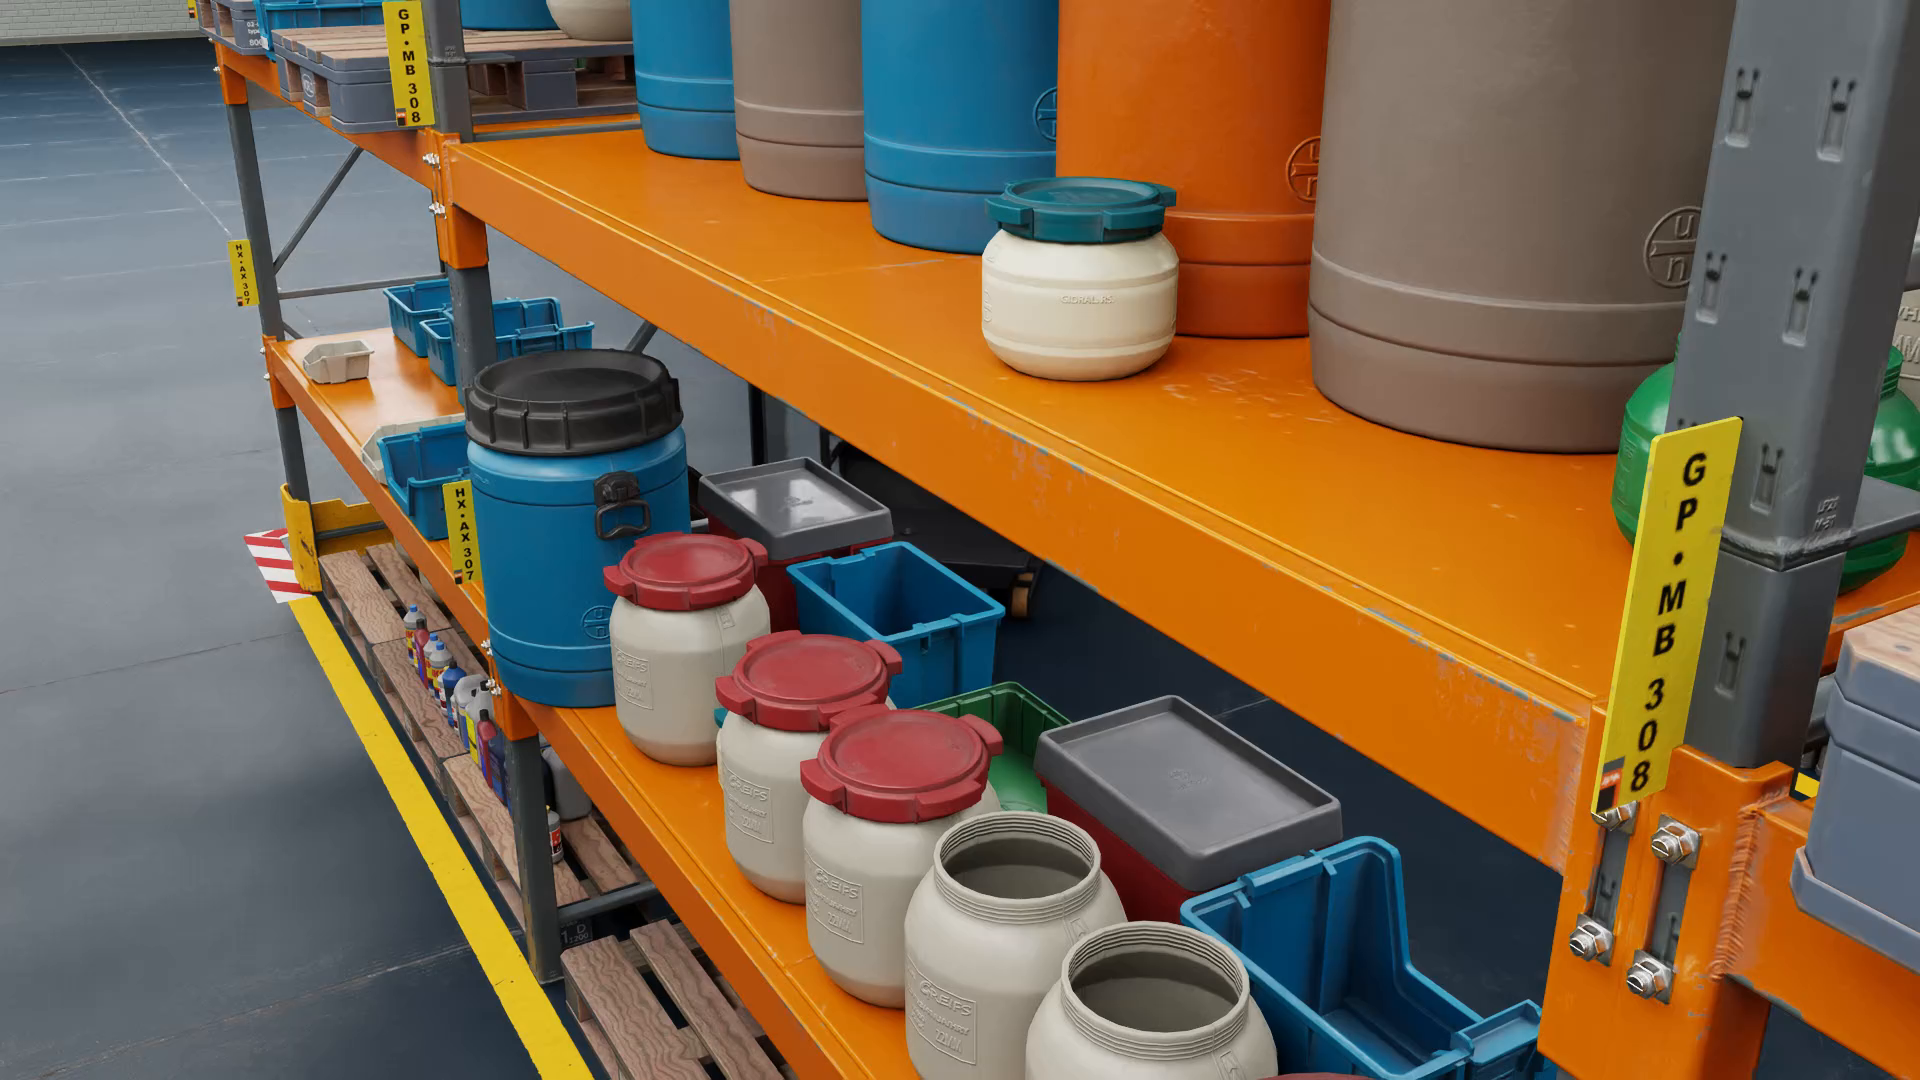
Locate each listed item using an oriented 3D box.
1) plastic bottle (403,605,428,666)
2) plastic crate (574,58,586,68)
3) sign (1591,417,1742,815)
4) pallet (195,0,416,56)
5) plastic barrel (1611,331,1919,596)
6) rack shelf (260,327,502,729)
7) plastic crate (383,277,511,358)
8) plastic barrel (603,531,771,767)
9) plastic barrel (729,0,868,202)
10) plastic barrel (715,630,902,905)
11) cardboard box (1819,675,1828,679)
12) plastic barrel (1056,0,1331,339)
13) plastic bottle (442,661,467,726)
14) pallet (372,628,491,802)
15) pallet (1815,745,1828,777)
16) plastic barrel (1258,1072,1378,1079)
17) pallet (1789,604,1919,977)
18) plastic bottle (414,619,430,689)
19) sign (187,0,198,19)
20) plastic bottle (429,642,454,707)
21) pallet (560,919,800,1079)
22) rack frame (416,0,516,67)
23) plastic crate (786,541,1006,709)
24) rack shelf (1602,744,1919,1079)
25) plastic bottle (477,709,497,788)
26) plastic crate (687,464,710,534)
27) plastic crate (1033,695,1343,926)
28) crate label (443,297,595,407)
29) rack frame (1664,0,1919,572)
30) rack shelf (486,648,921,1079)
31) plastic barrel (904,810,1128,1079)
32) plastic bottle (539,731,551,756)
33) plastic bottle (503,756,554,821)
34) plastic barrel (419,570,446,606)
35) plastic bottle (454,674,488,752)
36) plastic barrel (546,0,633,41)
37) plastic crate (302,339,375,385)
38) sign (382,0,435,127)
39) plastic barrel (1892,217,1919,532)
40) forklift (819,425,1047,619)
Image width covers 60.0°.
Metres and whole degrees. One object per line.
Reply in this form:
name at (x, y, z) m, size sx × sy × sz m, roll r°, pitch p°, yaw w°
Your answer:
plastic bottle at (-2.398, 0.415, 7.345) m, size 0.097 × 0.271 × 0.097 m, roll 0°, pitch 22°, yaw 0°
plastic crate at (-1.585, -1.851, 6.181) m, size 0.336 × 0.188 × 0.450 m, roll -13°, pitch 25°, yaw -28°
sign at (0.561, 0.065, 1.323) m, size 0.100 × 0.325 × 0.005 m, roll -13°, pitch 25°, yaw -28°
pallet at (-2.718, -2.307, 7.271) m, size 1.003 × 0.211 × 1.213 m, roll -13°, pitch 25°, yaw -28°
plastic barrel at (0.860, -0.090, 1.771) m, size 0.294 × 0.245 × 0.294 m, roll 0°, pitch 22°, yaw 0°
rack shelf at (-2.035, -0.311, 7.048) m, size 1.077 × 0.370 × 4.000 m, roll -13°, pitch 25°, yaw -28°
plastic crate at (-2.544, -1.118, 8.277) m, size 0.499 × 0.251 × 0.616 m, roll -13°, pitch 25°, yaw -28°
plastic barrel at (-0.713, 0.292, 4.429) m, size 0.433 × 0.535 × 0.433 m, roll 0°, pitch 22°, yaw 0°
plastic barrel at (-0.233, -1.284, 3.838) m, size 0.600 × 0.901 × 0.600 m, roll 0°, pitch 22°, yaw 0°
plastic barrel at (-0.338, 0.530, 3.844) m, size 0.433 × 0.535 × 0.433 m, roll 0°, pitch 22°, yaw 0°
cardboard box at (3.767, 0.642, 6.842) m, size 0.500 × 0.250 × 0.500 m, roll -13°, pitch 26°, yaw -30°
plastic barrel at (0.463, -0.810, 2.766) m, size 0.600 × 0.830 × 0.708 m, roll -13°, pitch 25°, yaw -28°
plastic bottle at (-2.069, 0.624, 6.831) m, size 0.097 × 0.271 × 0.097 m, roll 0°, pitch 22°, yaw 0°
pallet at (-1.948, 0.674, 7.372) m, size 1.003 × 0.211 × 1.213 m, roll -13°, pitch 25°, yaw -28°
pallet at (4.284, 0.970, 6.645) m, size 1.003 × 0.211 × 1.213 m, roll -13°, pitch 25°, yaw -28°
plastic barrel at (0.532, 1.143, 2.335) m, size 0.600 × 0.536 × 0.708 m, roll -13°, pitch 25°, yaw -28°
pallet at (1.337, 0.262, 0.950) m, size 1.003 × 0.211 × 1.213 m, roll -13°, pitch 25°, yaw -28°
plastic bottle at (-2.298, 0.487, 7.154) m, size 0.061 × 0.283 × 0.133 m, roll -12°, pitch 25°, yaw -27°
sign at (-3.532, -2.581, 7.682) m, size 0.100 × 0.325 × 0.005 m, roll -13°, pitch 25°, yaw -28°
plastic bottle at (-2.172, 0.559, 6.993) m, size 0.097 × 0.271 × 0.097 m, roll 0°, pitch 22°, yaw 0°
pallet at (-0.579, 1.542, 5.238) m, size 1.003 × 0.211 × 1.213 m, roll -13°, pitch 25°, yaw -28°
rack frame at (-1.013, -2.776, 4.190) m, size 1.000 × 3.000 × 0.127 m, roll -13°, pitch 25°, yaw -28°
plastic crate at (-0.182, 0.308, 4.592) m, size 0.392 × 0.384 × 0.575 m, roll -13°, pitch 25°, yaw -28°
rack shelf at (2.052, 0.889, 0.112) m, size 1.077 × 0.370 × 4.000 m, roll -13°, pitch 25°, yaw -28°
plastic bottle at (-1.807, 0.798, 6.388) m, size 0.061 × 0.283 × 0.133 m, roll -11°, pitch 24°, yaw -25°
plastic crate at (-1.171, -0.162, 5.809) m, size 0.767 × 0.338 × 0.504 m, roll -13°, pitch 25°, yaw -28°
plastic crate at (0.468, 0.686, 3.554) m, size 0.402 × 0.464 × 0.583 m, roll -13°, pitch 25°, yaw -28°
crate label at (-1.884, -0.764, 7.161) m, size 0.502 × 0.435 × 0.616 m, roll -13°, pitch 25°, yaw -28°
rack frame at (1.030, -1.481, 1.005) m, size 1.000 × 3.000 × 0.127 m, roll -13°, pitch 25°, yaw -28°
rack shelf at (0.008, 0.984, 3.863) m, size 1.077 × 0.370 × 4.000 m, roll -13°, pitch 25°, yaw -28°
plastic barrel at (0.106, 0.818, 3.167) m, size 0.421 × 0.512 × 0.421 m, roll 0°, pitch 22°, yaw 0°
plastic bottle at (-1.574, 0.809, 6.370) m, size 0.152 × 0.276 × 0.135 m, roll -13°, pitch 25°, yaw -28°
plastic bottle at (-1.590, 0.873, 6.113) m, size 0.144 × 0.351 × 0.185 m, roll -13°, pitch 26°, yaw -30°
plastic barrel at (-2.399, 0.027, 8.008) m, size 0.421 × 0.512 × 0.421 m, roll 0°, pitch 22°, yaw 0°
plastic bottle at (-1.933, 0.688, 6.668) m, size 0.152 × 0.276 × 0.135 m, roll -12°, pitch 25°, yaw -27°
plastic barrel at (-1.064, -1.810, 5.091) m, size 0.421 × 0.512 × 0.421 m, roll 0°, pitch 22°, yaw 0°
plastic crate at (-2.876, -0.818, 7.690) m, size 0.298 × 0.136 × 0.250 m, roll -13°, pitch 25°, yaw -28°
sign at (-1.492, -1.288, 4.502) m, size 0.100 × 0.325 × 0.005 m, roll -13°, pitch 25°, yaw -28°
plastic barrel at (1.135, -0.303, 1.941) m, size 0.421 × 0.512 × 0.421 m, roll 0°, pitch 22°, yaw 0°
forklift at (-0.136, -1.104, 8.136) m, size 1.130 × 2.935 × 3.031 m, roll 4°, pitch 22°, yaw 9°
